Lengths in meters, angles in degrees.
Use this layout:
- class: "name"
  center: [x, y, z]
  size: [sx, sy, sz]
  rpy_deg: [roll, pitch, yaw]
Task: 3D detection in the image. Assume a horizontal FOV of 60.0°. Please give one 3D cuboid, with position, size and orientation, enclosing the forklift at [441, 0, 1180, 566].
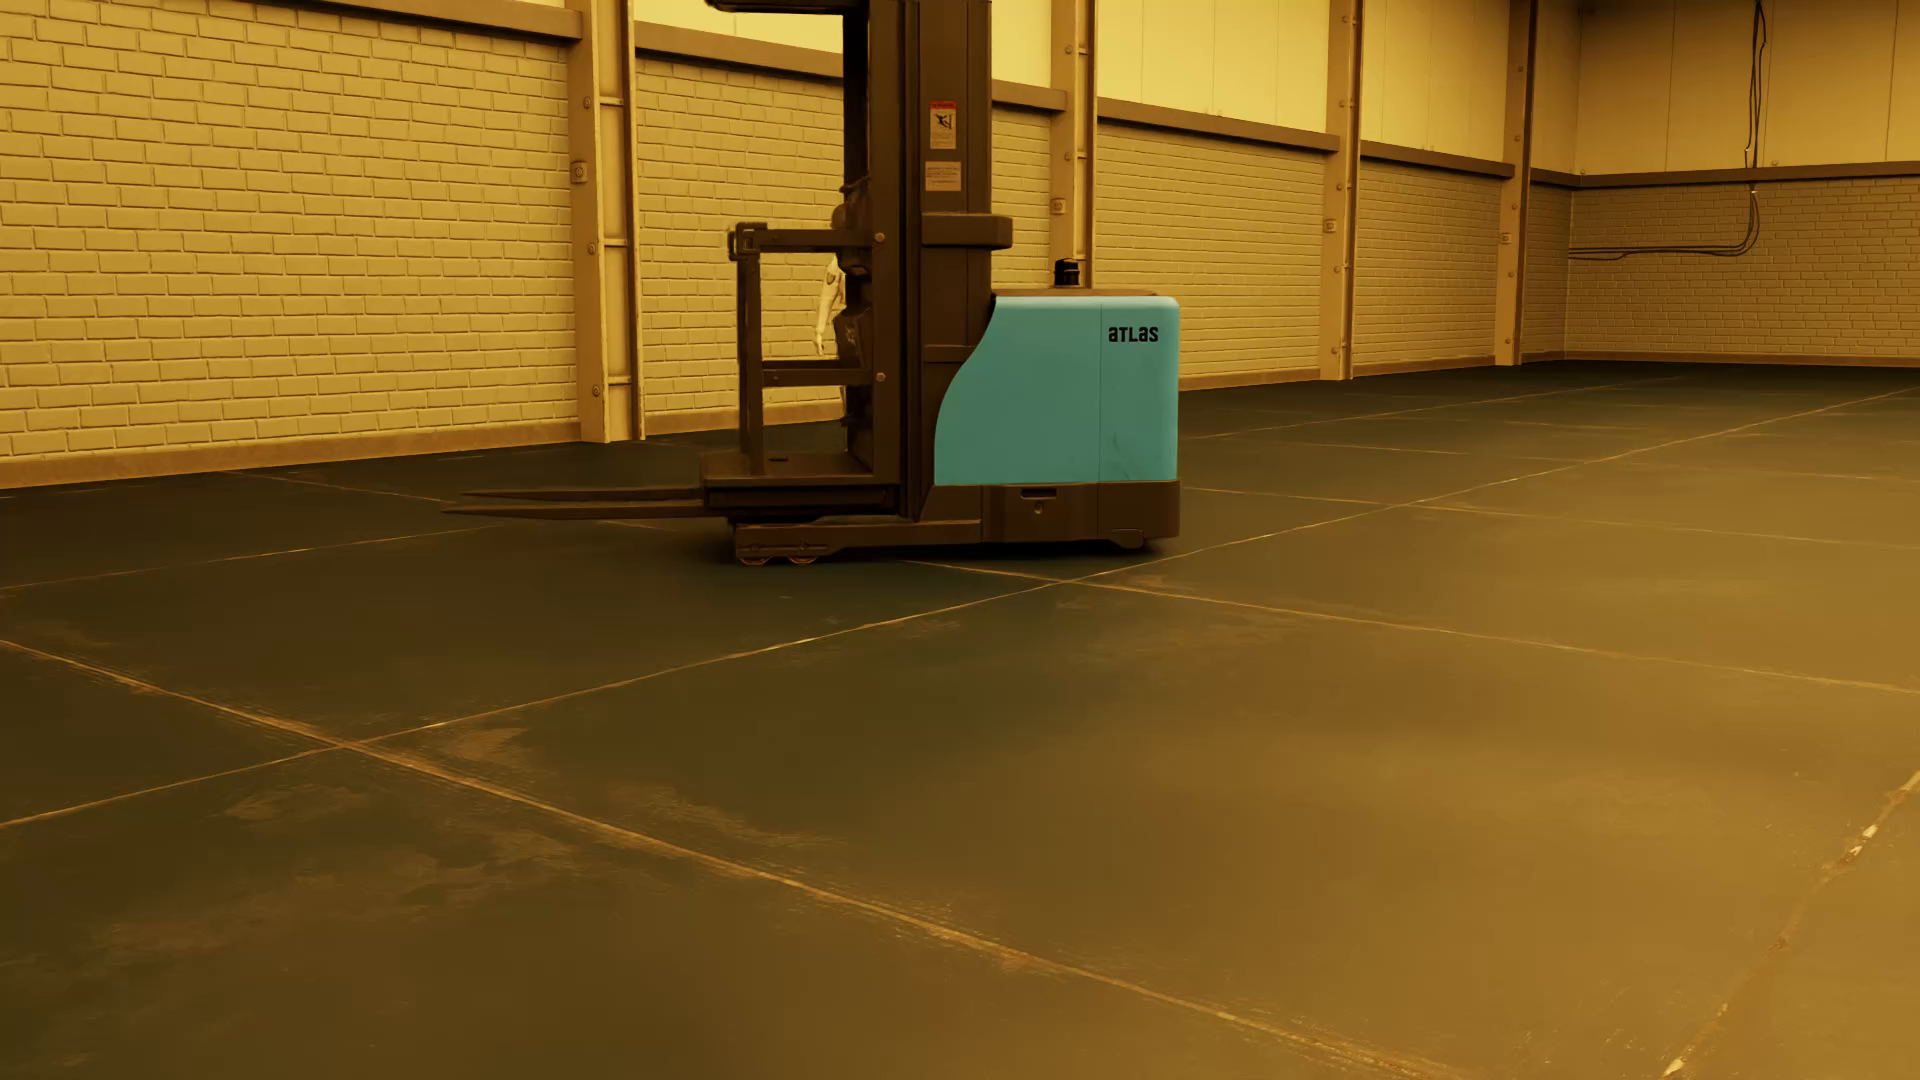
- class: "forklift"
  center: [-0.637, -1.428, 7.039]
  size: [3.031, 2.935, 1.130]
  rpy_deg: [-1, 8, -9]

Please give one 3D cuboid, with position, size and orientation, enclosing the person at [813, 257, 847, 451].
- class: "person"
  center: [-0.593, -1.352, 11.028]
  size: [0.780, 1.637, 0.376]
  rpy_deg: [0, 8, 1]
